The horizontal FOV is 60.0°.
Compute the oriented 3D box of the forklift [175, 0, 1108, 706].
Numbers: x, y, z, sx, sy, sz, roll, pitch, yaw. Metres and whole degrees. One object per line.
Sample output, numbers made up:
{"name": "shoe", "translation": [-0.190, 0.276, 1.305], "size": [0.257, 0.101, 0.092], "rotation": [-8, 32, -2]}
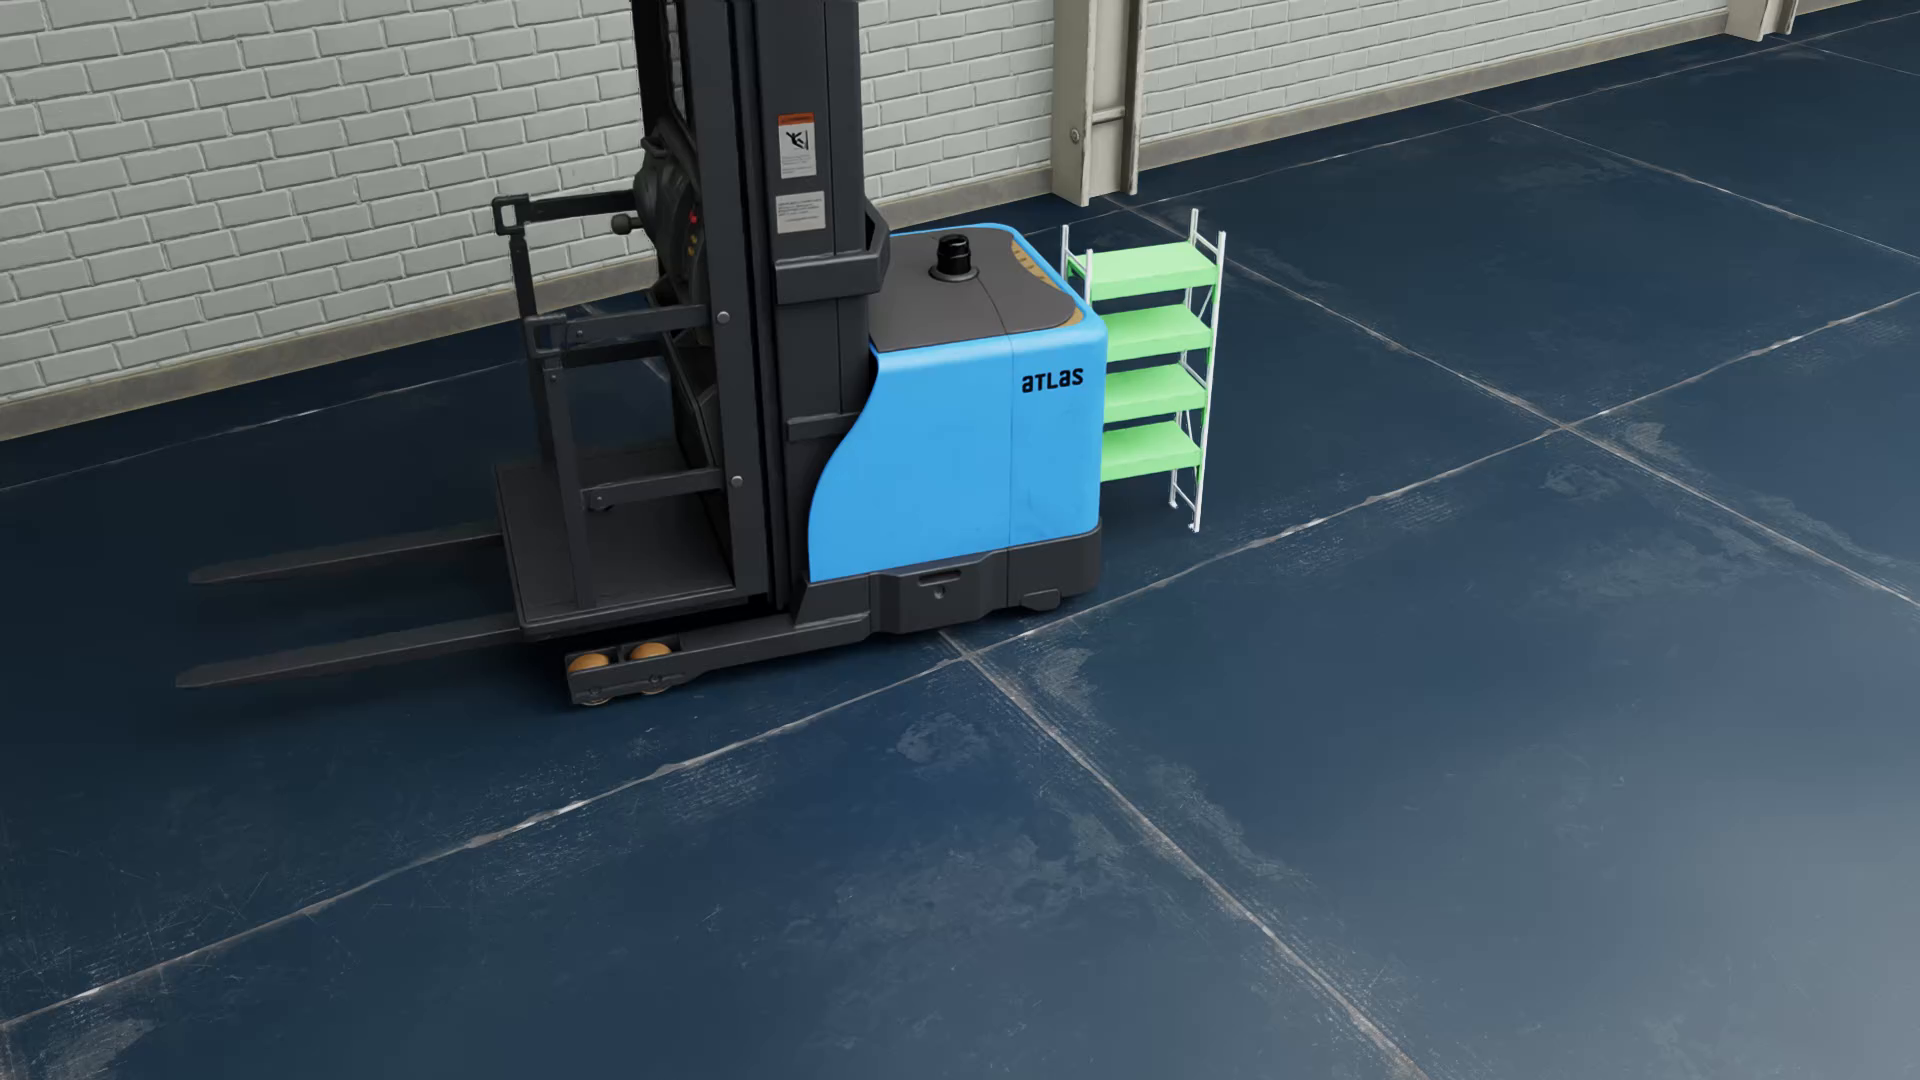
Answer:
{"name": "forklift", "translation": [-1.080, -1.020, 5.119], "size": [3.031, 2.935, 1.130], "rotation": [-10, 34, -15]}

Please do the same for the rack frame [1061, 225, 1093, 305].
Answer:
{"name": "rack frame", "translation": [0.396, -0.515, 5.942], "size": [0.015, 1.200, 0.240], "rotation": [-10, 34, -15]}

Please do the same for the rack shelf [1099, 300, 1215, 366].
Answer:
{"name": "rack shelf", "translation": [0.628, -0.705, 5.913], "size": [0.480, 0.148, 0.258], "rotation": [-10, 34, -15]}

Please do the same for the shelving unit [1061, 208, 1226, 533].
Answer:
{"name": "shelving unit", "translation": [0.628, -0.556, 6.007], "size": [0.503, 1.200, 0.258], "rotation": [-10, 34, -15]}

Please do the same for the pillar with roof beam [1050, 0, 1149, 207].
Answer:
{"name": "pillar with roof beam", "translation": [3.081, -3.835, 3.895], "size": [0.400, 9.000, 9.100], "rotation": [-19, 37, -27]}

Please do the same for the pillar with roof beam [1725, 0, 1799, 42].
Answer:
{"name": "pillar with roof beam", "translation": [8.124, -5.570, 6.645], "size": [0.400, 9.000, 9.100], "rotation": [-19, 37, -27]}

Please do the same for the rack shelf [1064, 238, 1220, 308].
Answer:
{"name": "rack shelf", "translation": [0.628, -0.908, 5.785], "size": [0.480, 0.148, 0.258], "rotation": [-10, 34, -15]}

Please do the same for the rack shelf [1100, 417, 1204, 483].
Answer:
{"name": "rack shelf", "translation": [0.628, -0.299, 6.169], "size": [0.480, 0.148, 0.258], "rotation": [-10, 34, -15]}

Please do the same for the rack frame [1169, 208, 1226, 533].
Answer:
{"name": "rack frame", "translation": [0.860, -0.597, 6.072], "size": [0.015, 1.200, 0.240], "rotation": [-10, 34, -15]}

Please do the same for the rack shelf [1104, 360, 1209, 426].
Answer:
{"name": "rack shelf", "translation": [0.628, -0.502, 6.041], "size": [0.480, 0.148, 0.258], "rotation": [-10, 34, -15]}
